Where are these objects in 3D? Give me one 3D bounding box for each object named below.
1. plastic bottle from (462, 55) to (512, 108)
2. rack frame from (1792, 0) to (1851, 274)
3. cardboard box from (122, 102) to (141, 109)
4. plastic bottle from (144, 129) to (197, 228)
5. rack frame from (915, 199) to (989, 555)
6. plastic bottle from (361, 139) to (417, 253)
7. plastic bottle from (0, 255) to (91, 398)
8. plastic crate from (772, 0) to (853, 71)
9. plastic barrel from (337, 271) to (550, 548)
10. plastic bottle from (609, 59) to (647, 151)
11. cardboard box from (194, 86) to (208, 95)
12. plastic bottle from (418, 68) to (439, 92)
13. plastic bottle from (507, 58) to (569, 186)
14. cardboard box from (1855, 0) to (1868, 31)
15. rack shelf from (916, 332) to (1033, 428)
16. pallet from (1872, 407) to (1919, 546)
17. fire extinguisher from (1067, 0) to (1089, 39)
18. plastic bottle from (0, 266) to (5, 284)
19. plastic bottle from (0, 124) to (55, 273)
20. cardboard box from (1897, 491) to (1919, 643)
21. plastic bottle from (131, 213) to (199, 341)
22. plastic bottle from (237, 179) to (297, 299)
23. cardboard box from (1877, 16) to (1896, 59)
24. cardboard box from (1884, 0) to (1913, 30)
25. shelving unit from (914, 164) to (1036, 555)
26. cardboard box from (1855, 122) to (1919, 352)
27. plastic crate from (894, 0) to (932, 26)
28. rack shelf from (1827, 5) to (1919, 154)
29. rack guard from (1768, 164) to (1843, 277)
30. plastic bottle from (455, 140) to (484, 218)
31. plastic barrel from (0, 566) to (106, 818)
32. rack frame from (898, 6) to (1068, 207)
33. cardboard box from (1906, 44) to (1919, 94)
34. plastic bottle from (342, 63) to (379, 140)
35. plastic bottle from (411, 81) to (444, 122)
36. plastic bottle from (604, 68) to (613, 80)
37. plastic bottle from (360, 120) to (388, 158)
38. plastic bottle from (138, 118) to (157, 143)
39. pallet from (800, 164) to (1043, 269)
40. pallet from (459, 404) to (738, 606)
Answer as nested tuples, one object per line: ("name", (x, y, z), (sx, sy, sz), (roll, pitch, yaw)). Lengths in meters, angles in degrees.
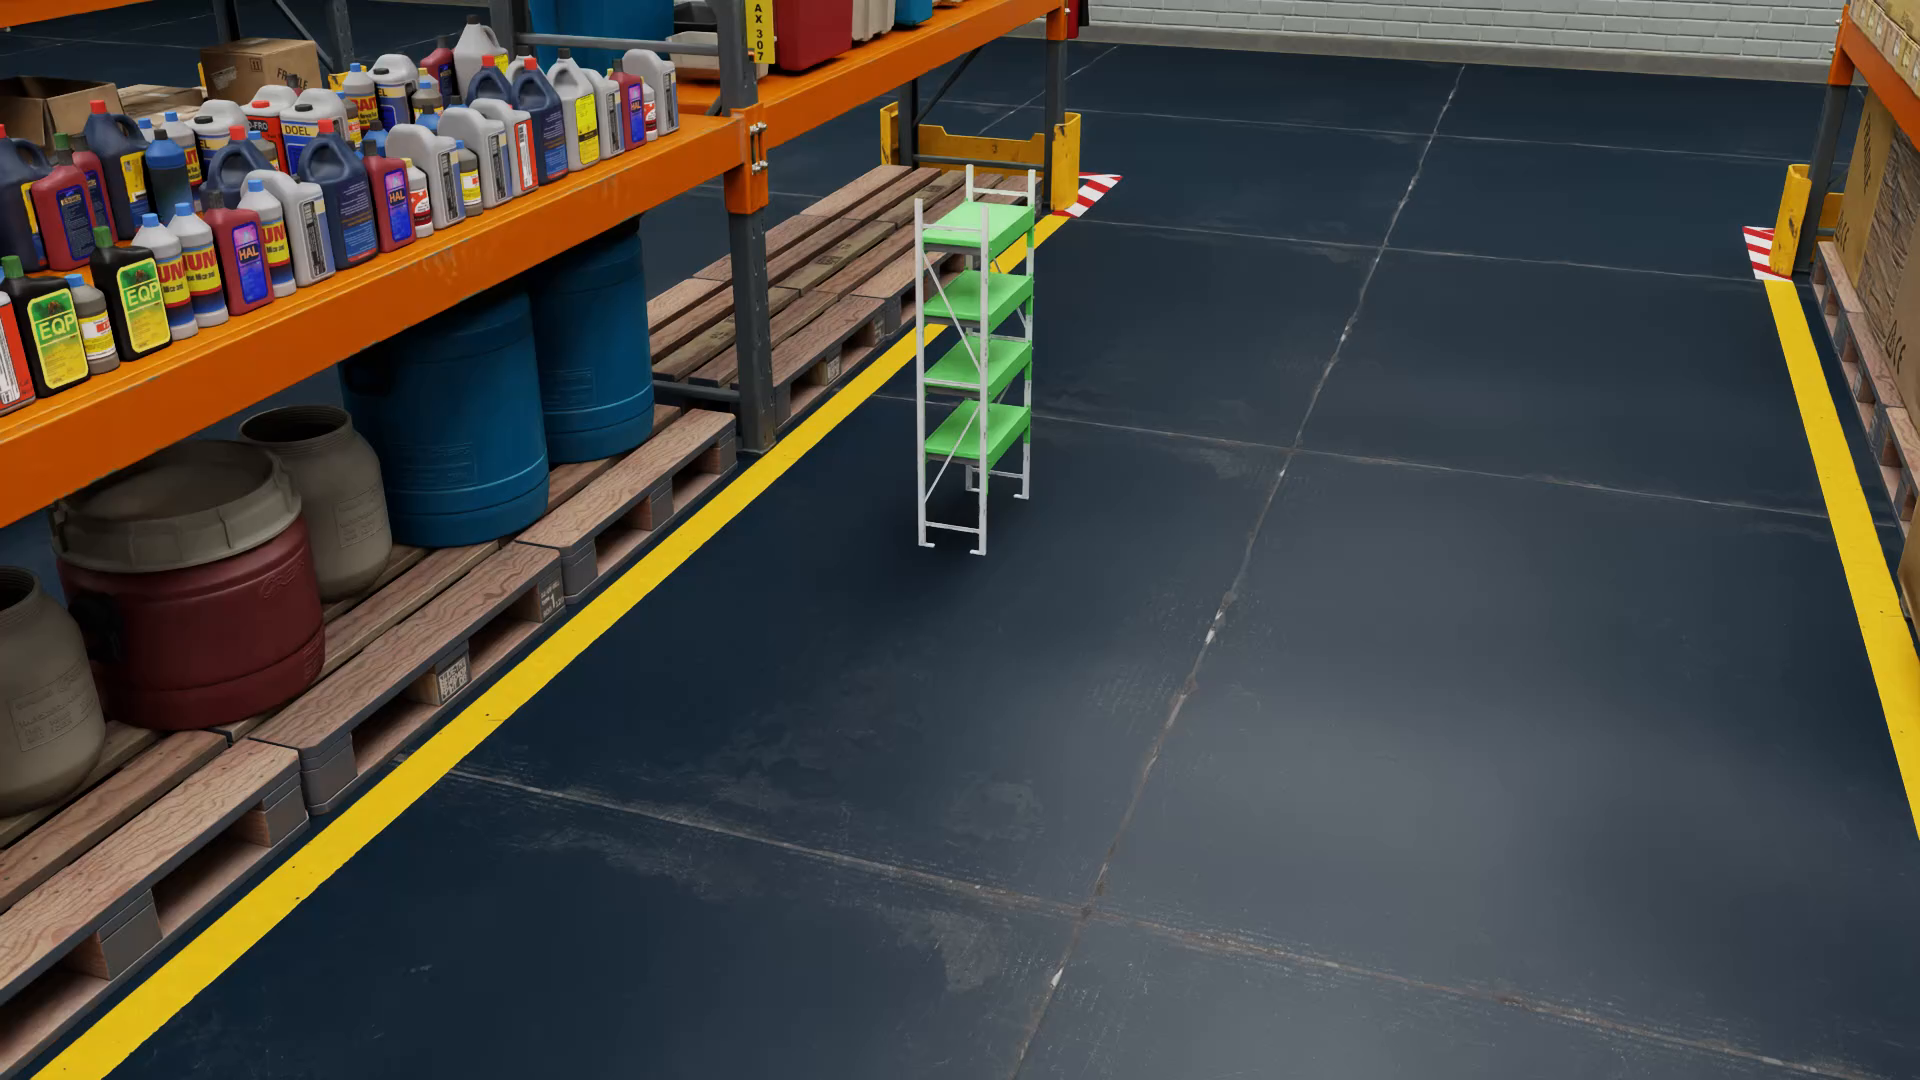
("plastic bottle", (-1.405, -1.265, 4.978), (0.144, 0.351, 0.185), (9, 27, 17))
("rack frame", (4.792, -2.693, 7.870), (1.000, 3.000, 0.127), (9, 27, 17))
("cardboard box", (-5.330, -2.498, 10.118), (0.500, 0.250, 0.500), (9, 27, 17))
("plastic bottle", (-2.102, -0.954, 4.427), (0.097, 0.271, 0.097), (0, 26, 0))
("rack frame", (-0.026, -0.508, 5.422), (0.240, 1.200, 0.015), (9, 27, 17))
("plastic bottle", (-1.482, -0.897, 4.294), (0.061, 0.283, 0.133), (9, 27, 17))
("plastic bottle", (-1.851, -0.441, 3.352), (0.061, 0.283, 0.133), (9, 27, 17))
("plastic crate", (-0.676, -2.154, 6.614), (0.402, 0.464, 0.583), (9, 27, 17))
("plastic barrel", (-1.643, -0.500, 5.267), (0.600, 0.901, 0.708), (9, 27, 17))
("plastic bottle", (-1.070, -1.405, 5.343), (0.061, 0.283, 0.133), (9, 27, 17))
("cardboard box", (-5.012, -2.924, 11.113), (0.380, 0.149, 0.250), (9, 27, 17))
("plastic bottle", (-1.800, -1.484, 5.602), (0.097, 0.201, 0.097), (0, 26, 0))
("plastic bottle", (-1.269, -1.244, 4.934), (0.144, 0.351, 0.185), (9, 27, 17))
("cardboard box", (4.279, -2.376, 7.504), (0.380, 0.149, 0.250), (8, 27, 17))
("rack shelf", (0.055, -0.551, 5.657), (0.258, 0.148, 0.480), (9, 27, 17))
("pallet", (3.788, -0.095, 5.705), (1.003, 0.211, 1.213), (9, 27, 17))
("fire extinguisher", (0.600, -3.205, 9.444), (0.296, 0.674, 0.183), (9, 27, 17))
("plastic bottle", (-1.931, -0.439, 3.363), (0.097, 0.271, 0.097), (0, 26, 0))
("plastic bottle", (-2.336, -0.859, 4.138), (0.144, 0.351, 0.185), (9, 27, 17))
("cardboard box", (3.267, -0.016, 4.298), (1.225, 0.875, 0.875), (9, 27, 18))
("plastic bottle", (-1.753, -0.580, 3.654), (0.097, 0.271, 0.097), (0, 26, 0))
("plastic bottle", (-1.643, -0.715, 3.933), (0.097, 0.271, 0.097), (0, 26, 0))
("cardboard box", (4.022, -2.059, 6.850), (0.380, 0.149, 0.250), (8, 27, 16))
("cardboard box", (4.040, -2.181, 6.643), (0.500, 0.250, 0.500), (8, 27, 16))
("shelving unit", (0.055, -0.608, 5.629), (0.258, 1.200, 0.503), (9, 27, 17))
("cardboard box", (4.352, -1.277, 6.902), (0.875, 0.875, 0.875), (9, 27, 17))
("plastic crate", (-0.320, -2.482, 7.557), (0.416, 0.233, 0.300), (9, 27, 17))
("rack shelf", (4.126, -1.547, 6.329), (1.077, 0.370, 4.000), (9, 27, 17))
("rack guard", (4.800, -1.578, 8.435), (1.175, 0.500, 0.348), (9, 27, 17))
("plastic bottle", (-1.383, -1.005, 4.612), (0.097, 0.201, 0.097), (0, 26, 0))
("plastic barrel", (-2.291, 0.358, 3.941), (0.421, 0.512, 0.421), (0, 26, 0))
("rack frame", (0.121, -3.411, 9.354), (1.000, 3.000, 0.127), (9, 27, 17))
("cardboard box", (3.766, -1.742, 6.193), (0.380, 0.149, 0.250), (9, 27, 18))
("plastic bottle", (-1.909, -1.381, 5.307), (0.097, 0.271, 0.097), (0, 26, 0))
("plastic bottle", (-1.721, -1.382, 5.391), (0.097, 0.201, 0.097), (0, 26, 0))
("plastic bottle", (-1.160, -1.480, 5.592), (0.097, 0.201, 0.097), (0, 26, 0))
("plastic bottle", (-1.571, -1.003, 4.528), (0.097, 0.271, 0.097), (0, 26, 0))
("plastic bottle", (-2.205, -1.015, 4.552), (0.097, 0.271, 0.097), (0, 26, 0))
("pallet", (-0.190, -1.823, 9.273), (1.003, 0.211, 1.213), (9, 27, 17))
("pallet", (-1.506, -0.201, 5.924), (1.003, 0.211, 1.213), (9, 27, 17))
